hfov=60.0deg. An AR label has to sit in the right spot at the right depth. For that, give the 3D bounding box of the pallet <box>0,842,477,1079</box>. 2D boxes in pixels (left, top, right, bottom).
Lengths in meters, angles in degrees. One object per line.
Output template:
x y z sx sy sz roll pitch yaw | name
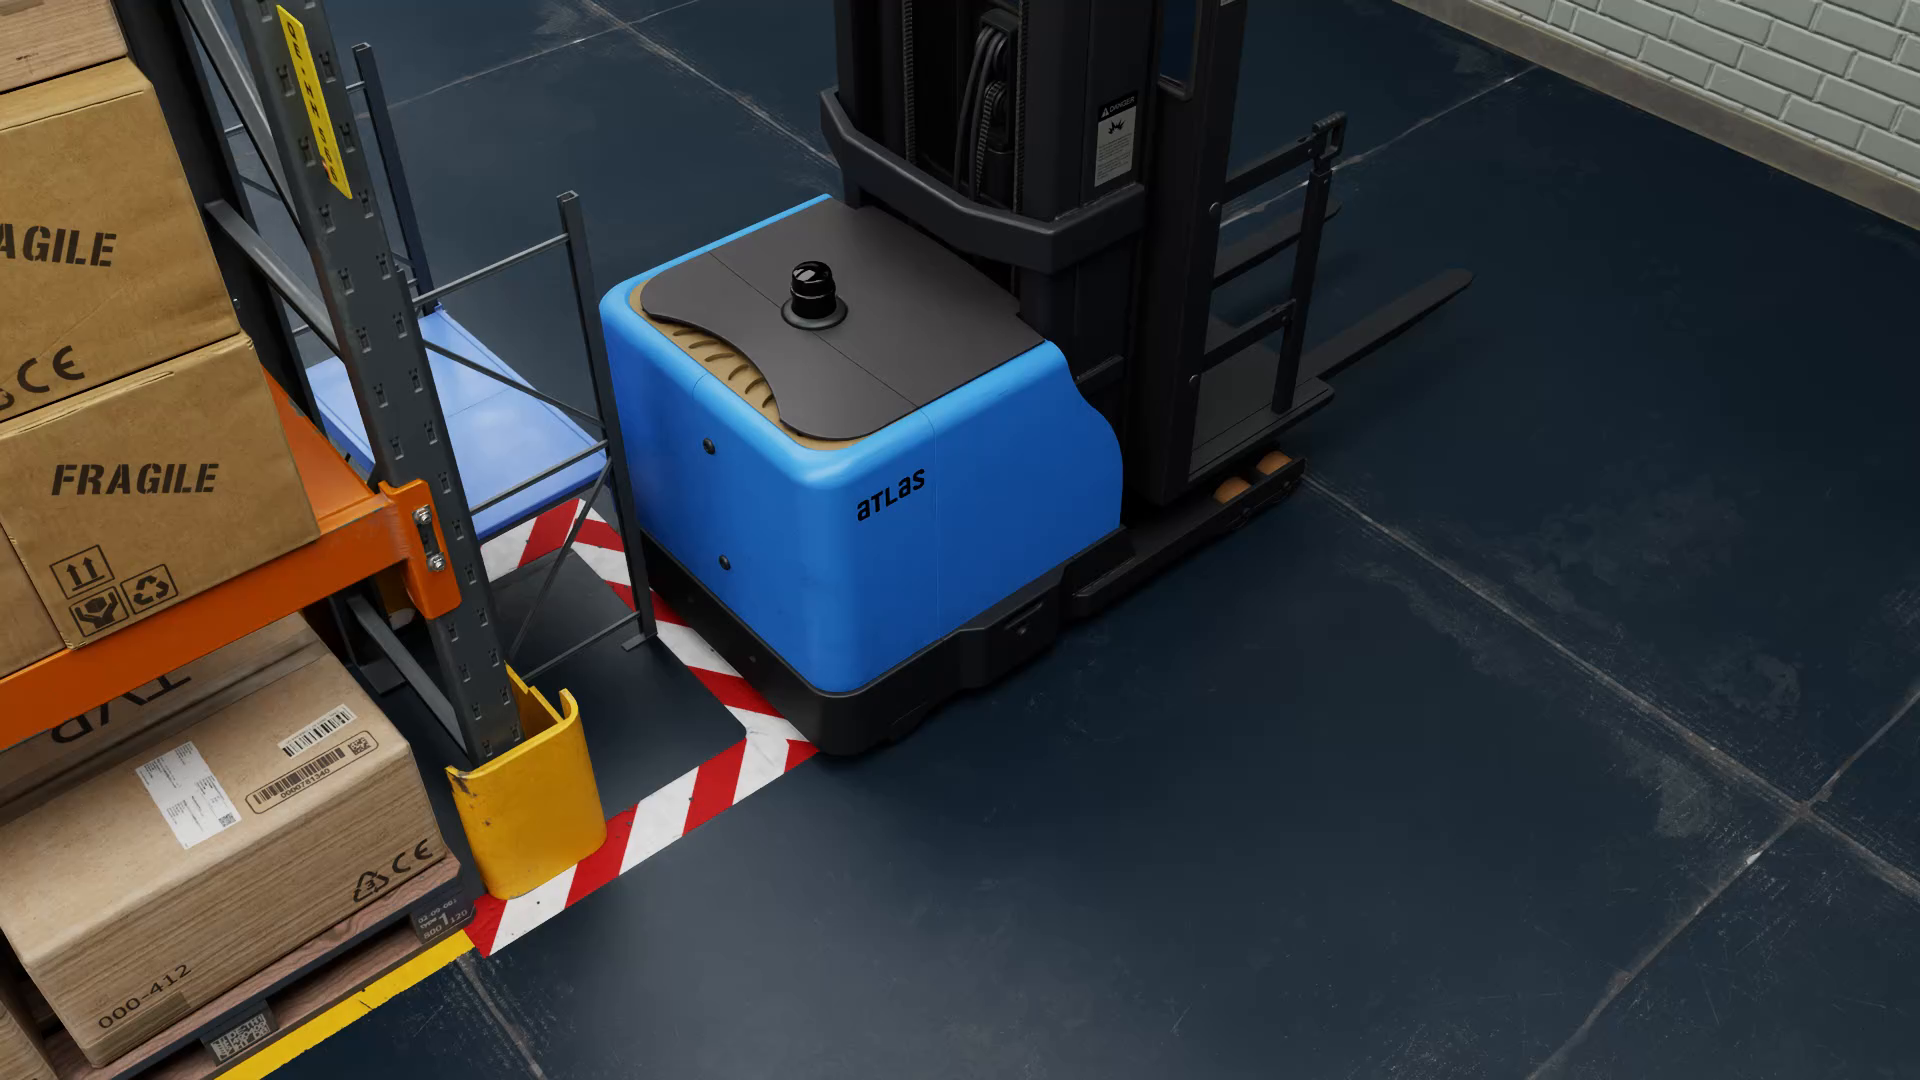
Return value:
-1.998 0.886 4.152 1.213 0.211 1.003 -30 51 -28 | pallet

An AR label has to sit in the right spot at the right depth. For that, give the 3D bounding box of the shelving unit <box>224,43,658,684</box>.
-1.436 -0.417 4.598 0.538 1.500 1.048 -32 52 -29 | shelving unit

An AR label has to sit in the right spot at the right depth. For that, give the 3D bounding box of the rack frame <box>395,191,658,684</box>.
-1.094 -0.160 4.324 0.500 1.500 0.032 -32 52 -29 | rack frame

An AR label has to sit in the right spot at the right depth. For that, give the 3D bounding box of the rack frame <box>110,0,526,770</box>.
-1.435 -0.523 3.615 0.127 3.000 1.000 -30 51 -28 | rack frame

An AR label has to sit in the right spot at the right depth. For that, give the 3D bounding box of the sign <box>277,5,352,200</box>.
-1.097 -0.740 2.828 0.005 0.325 0.100 -30 51 -28 | sign

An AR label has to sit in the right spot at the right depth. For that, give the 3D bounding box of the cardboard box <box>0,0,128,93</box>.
-1.582 -0.897 2.737 0.250 0.149 0.380 -29 50 -27 | cardboard box

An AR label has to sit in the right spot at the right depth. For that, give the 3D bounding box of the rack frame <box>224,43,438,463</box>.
-1.779 -0.674 4.872 0.500 1.500 0.032 -32 52 -29 | rack frame

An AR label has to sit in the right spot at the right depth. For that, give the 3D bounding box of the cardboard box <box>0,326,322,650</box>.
-1.635 -0.208 3.208 0.500 0.500 0.500 -30 51 -28 | cardboard box

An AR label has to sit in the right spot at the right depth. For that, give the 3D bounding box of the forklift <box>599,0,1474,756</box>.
0.473 -1.348 4.544 3.031 2.935 1.130 -31 51 -28 | forklift

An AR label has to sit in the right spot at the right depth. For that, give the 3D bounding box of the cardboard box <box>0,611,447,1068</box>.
-1.877 0.601 3.984 0.875 0.438 0.875 -32 52 -29 | cardboard box

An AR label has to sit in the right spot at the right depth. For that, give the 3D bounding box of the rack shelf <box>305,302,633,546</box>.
-1.436 -0.286 4.721 0.538 0.185 1.000 -32 52 -29 | rack shelf

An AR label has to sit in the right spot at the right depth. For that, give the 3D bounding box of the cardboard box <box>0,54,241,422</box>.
-1.652 -0.587 2.880 0.500 0.500 0.500 -28 50 -27 | cardboard box

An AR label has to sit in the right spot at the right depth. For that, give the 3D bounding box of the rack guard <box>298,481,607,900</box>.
-1.416 0.378 4.482 0.348 0.500 1.175 -30 51 -28 | rack guard

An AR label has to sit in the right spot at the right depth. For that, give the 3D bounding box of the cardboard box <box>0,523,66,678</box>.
-2.030 0.004 2.981 0.500 0.500 0.500 -31 51 -29 | cardboard box

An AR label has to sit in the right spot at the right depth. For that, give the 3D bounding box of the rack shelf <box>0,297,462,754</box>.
-2.969 0.618 2.926 4.000 0.370 1.077 -30 51 -28 | rack shelf
